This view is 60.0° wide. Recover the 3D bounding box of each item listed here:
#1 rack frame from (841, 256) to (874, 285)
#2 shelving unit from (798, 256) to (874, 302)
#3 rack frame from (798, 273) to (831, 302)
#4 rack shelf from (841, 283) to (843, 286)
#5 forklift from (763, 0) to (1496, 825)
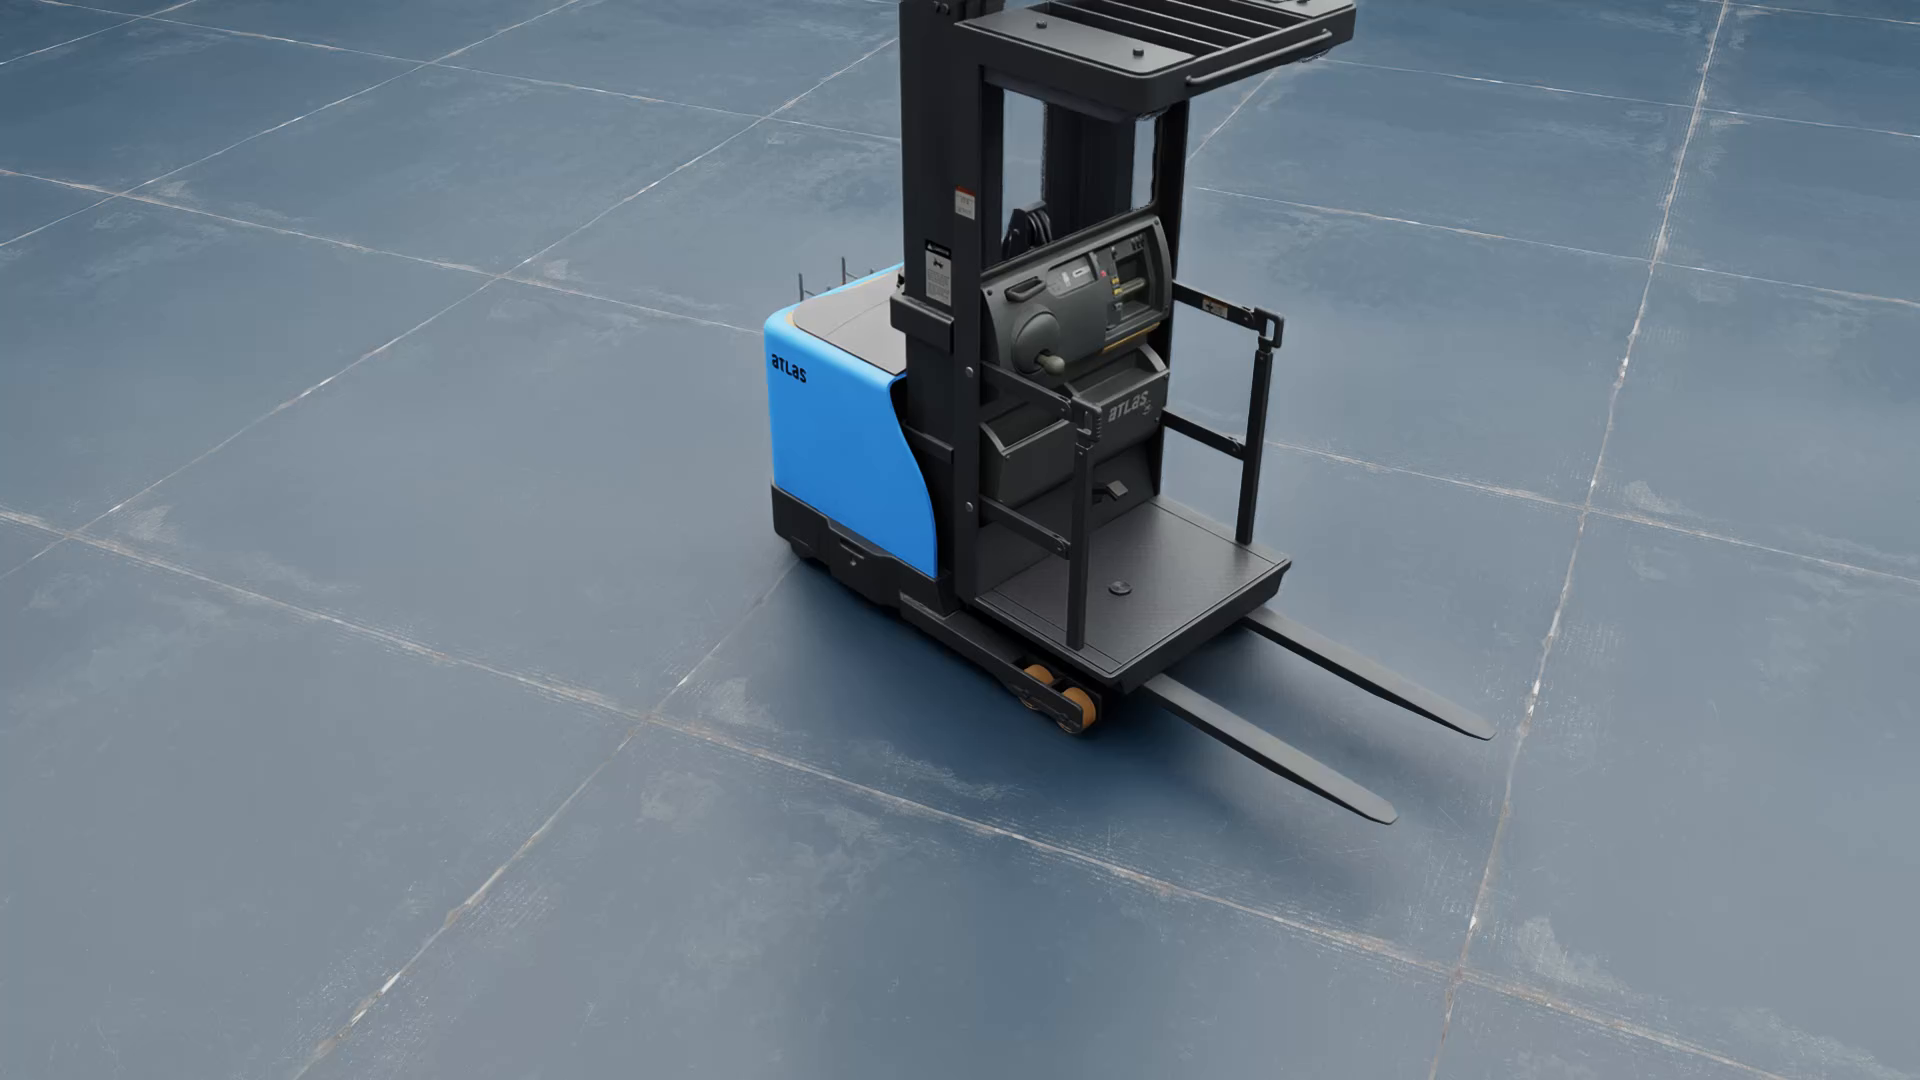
[{"bbox_3d":[-0.441,-0.751,7.438,0.200,1.050,0.008,29,43,36],"label":"rack frame"},{"bbox_3d":[-0.527,-0.704,7.366,0.215,1.050,0.252,29,43,36],"label":"shelving unit"},{"bbox_3d":[-0.613,-0.656,7.294,0.200,1.050,0.008,29,43,36],"label":"rack frame"},{"bbox_3d":[-0.527,-0.932,7.216,0.215,0.259,0.240,29,43,36],"label":"rack shelf"},{"bbox_3d":[0.583,-0.832,5.846,1.130,2.935,3.031,-28,43,-36],"label":"forklift"}]
